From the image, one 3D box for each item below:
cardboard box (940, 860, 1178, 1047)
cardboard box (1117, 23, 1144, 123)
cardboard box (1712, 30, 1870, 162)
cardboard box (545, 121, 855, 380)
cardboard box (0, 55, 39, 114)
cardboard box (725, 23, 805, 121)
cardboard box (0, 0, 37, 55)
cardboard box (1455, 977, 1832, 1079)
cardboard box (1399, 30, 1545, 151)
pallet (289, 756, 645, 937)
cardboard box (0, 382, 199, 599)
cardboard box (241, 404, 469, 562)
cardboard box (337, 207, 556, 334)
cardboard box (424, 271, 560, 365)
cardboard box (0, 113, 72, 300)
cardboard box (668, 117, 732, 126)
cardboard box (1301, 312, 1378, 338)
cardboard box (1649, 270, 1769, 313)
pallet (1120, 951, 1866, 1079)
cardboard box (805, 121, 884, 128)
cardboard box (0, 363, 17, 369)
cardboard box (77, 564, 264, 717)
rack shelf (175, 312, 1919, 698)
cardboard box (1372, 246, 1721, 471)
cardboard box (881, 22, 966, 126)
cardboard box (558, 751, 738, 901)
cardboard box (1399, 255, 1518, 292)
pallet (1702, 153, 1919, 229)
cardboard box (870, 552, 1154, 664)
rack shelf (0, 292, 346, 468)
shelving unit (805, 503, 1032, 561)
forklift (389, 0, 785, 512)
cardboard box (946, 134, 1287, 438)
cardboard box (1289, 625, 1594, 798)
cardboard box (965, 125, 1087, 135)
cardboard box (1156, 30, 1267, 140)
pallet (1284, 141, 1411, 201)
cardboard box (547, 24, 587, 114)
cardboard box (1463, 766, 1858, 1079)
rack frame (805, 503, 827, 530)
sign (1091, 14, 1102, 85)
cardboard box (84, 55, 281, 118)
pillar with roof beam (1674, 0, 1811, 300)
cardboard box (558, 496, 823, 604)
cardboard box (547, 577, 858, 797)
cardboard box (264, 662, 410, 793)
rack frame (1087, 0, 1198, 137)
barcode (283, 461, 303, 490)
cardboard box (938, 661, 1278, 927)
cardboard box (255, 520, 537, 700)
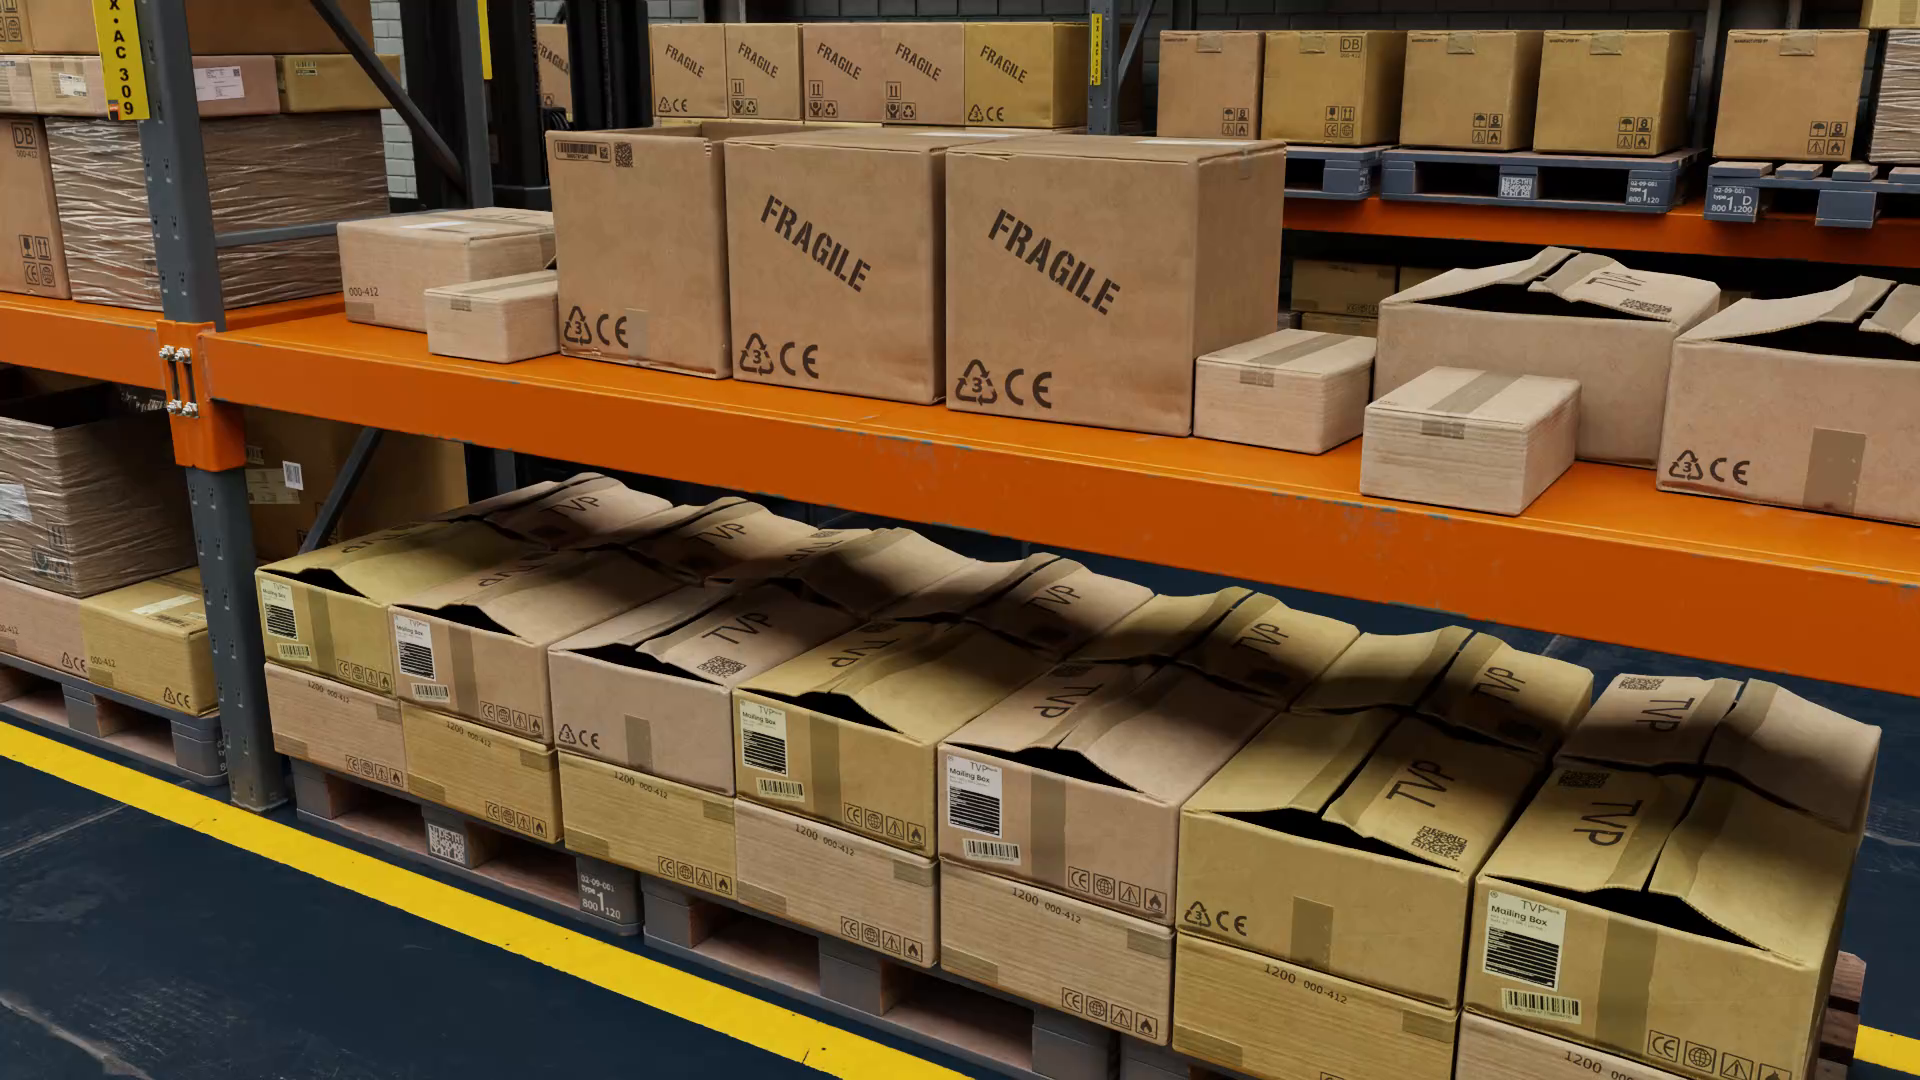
[{"bbox_3d":[0.303,0.720,3.359,0.500,0.250,0.500,11,20,31],"label":"cardboard box"},{"bbox_3d":[0.637,-2.476,8.806,0.500,0.500,0.500,10,19,29],"label":"cardboard box"},{"bbox_3d":[3.440,-1.854,6.894,0.500,0.500,0.700,8,19,25],"label":"cardboard box"},{"bbox_3d":[-0.566,-0.676,3.773,0.500,0.500,0.500,12,21,34],"label":"cardboard box"},{"bbox_3d":[-2.439,-1.253,4.557,0.250,0.149,0.380,9,19,28],"label":"cardboard box"},{"bbox_3d":[-0.932,-2.581,9.151,0.500,0.500,0.500,11,20,32],"label":"cardboard box"},{"bbox_3d":[-2.474,-1.640,4.716,0.500,0.500,0.700,10,20,30],"label":"cardboard box"},{"bbox_3d":[1.171,0.874,2.850,0.500,0.250,0.500,11,20,31],"label":"cardboard box"},{"bbox_3d":[2.394,-2.050,7.539,0.500,0.500,0.700,13,21,38],"label":"cardboard box"},{"bbox_3d":[-1.013,0.608,4.518,1.213,0.211,1.003,10,20,30],"label":"pallet"},{"bbox_3d":[-2.591,-0.168,4.993,0.500,0.500,0.500,10,20,30],"label":"cardboard box"},{"bbox_3d":[-1.893,-0.221,5.167,0.500,0.500,0.500,10,20,30],"label":"cardboard box"},{"bbox_3d":[-1.219,-0.693,4.260,0.500,0.250,0.500,12,20,33],"label":"cardboard box"},{"bbox_3d":[-1.013,-0.523,3.876,0.250,0.149,0.380,10,20,30],"label":"cardboard box"},{"bbox_3d":[-2.496,-1.021,4.911,0.500,0.500,0.700,10,20,29],"label":"cardboard box"},{"bbox_3d":[-1.350,-2.295,9.501,0.500,0.250,0.500,10,19,29],"label":"cardboard box"},{"bbox_3d":[2.031,-0.897,8.217,0.500,0.500,0.700,10,19,29],"label":"cardboard box"},{"bbox_3d":[3.243,-1.020,7.332,0.500,0.250,0.500,11,20,31],"label":"cardboard box"},{"bbox_3d":[1.066,0.979,3.296,1.213,0.211,1.003,10,20,30],"label":"pallet"},{"bbox_3d":[-0.491,-2.142,8.995,0.500,0.250,0.500,10,20,30],"label":"cardboard box"},{"bbox_3d":[-3.452,-0.316,5.479,0.500,0.500,0.500,10,20,30],"label":"cardboard box"},{"bbox_3d":[-2.171,0.269,4.842,0.500,0.250,0.500,10,20,30],"label":"cardboard box"},{"bbox_3d":[0.043,-0.181,3.553,4.000,0.370,1.077,10,20,30],"label":"rack shelf"},{"bbox_3d":[1.086,-0.362,3.065,0.500,0.311,0.500,10,19,29],"label":"cardboard box"},{"bbox_3d":[-0.065,-2.423,8.630,0.500,0.500,0.500,10,20,30],"label":"cardboard box"},{"bbox_3d":[-0.570,0.565,3.870,0.500,0.250,0.500,9,19,28],"label":"cardboard box"},{"bbox_3d":[2.386,-1.178,7.851,0.500,0.250,0.500,9,19,28],"label":"cardboard box"},{"bbox_3d":[3.674,-1.438,6.785,1.003,0.211,1.213,10,20,30],"label":"pallet"},{"bbox_3d":[0.131,0.239,3.976,0.500,0.311,0.500,10,19,29],"label":"cardboard box"},{"bbox_3d":[-3.366,-0.789,5.556,4.000,0.370,1.077,10,20,30],"label":"rack shelf"},{"bbox_3d":[-0.073,-0.731,6.706,1.048,1.500,0.538,10,20,30],"label":"shelving unit"},{"bbox_3d":[-2.115,-1.705,7.450,3.031,2.935,1.130,9,19,28],"label":"forklift"},{"bbox_3d":[0.309,-0.520,3.259,0.500,0.500,0.500,9,19,27],"label":"cardboard box"},{"bbox_3d":[1.003,0.396,3.462,0.500,0.311,0.500,10,19,29],"label":"cardboard box"},{"bbox_3d":[0.366,-1.991,8.499,0.500,0.250,0.500,10,20,30],"label":"cardboard box"},{"bbox_3d":[1.344,-2.229,8.129,0.500,0.500,0.700,10,20,30],"label":"cardboard box"},{"bbox_3d":[1.503,-1.812,8.017,1.213,0.211,1.003,10,20,30],"label":"pallet"},{"bbox_3d":[-2.231,-2.814,9.919,0.500,0.500,0.500,10,20,30],"label":"cardboard box"},{"bbox_3d":[1.172,0.607,2.765,0.500,0.311,0.500,11,20,31],"label":"cardboard box"},{"bbox_3d":[-0.506,-0.808,6.960,0.032,1.500,0.500,10,20,30],"label":"rack frame"},{"bbox_3d":[0.651,-2.335,7.918,0.005,0.325,0.100,10,20,30],"label":"sign"},{"bbox_3d":[-2.005,-1.176,4.302,0.250,0.149,0.380,10,20,30],"label":"cardboard box"},{"bbox_3d":[1.428,-3.664,3.462,0.400,9.000,9.100,10,20,30],"label":"pillar with roof beam"},{"bbox_3d":[-0.720,0.086,4.482,0.500,0.311,0.500,11,20,32],"label":"cardboard box"},{"bbox_3d":[-0.574,0.298,3.784,0.500,0.311,0.500,9,19,28],"label":"cardboard box"},{"bbox_3d":[-1.447,0.408,4.384,0.500,0.250,0.500,10,19,29],"label":"cardboard box"},{"bbox_3d":[0.928,-2.056,8.490,0.127,3.000,1.000,10,20,30],"label":"rack frame"},{"bbox_3d":[-1.662,-0.161,4.142,0.075,0.075,0.001,10,20,30],"label":"barcode"},{"bbox_3d":[0.297,0.452,3.275,0.500,0.311,0.500,10,20,30],"label":"cardboard box"},{"bbox_3d":[-1.439,0.142,4.297,0.500,0.311,0.500,10,20,30],"label":"cardboard box"}]
